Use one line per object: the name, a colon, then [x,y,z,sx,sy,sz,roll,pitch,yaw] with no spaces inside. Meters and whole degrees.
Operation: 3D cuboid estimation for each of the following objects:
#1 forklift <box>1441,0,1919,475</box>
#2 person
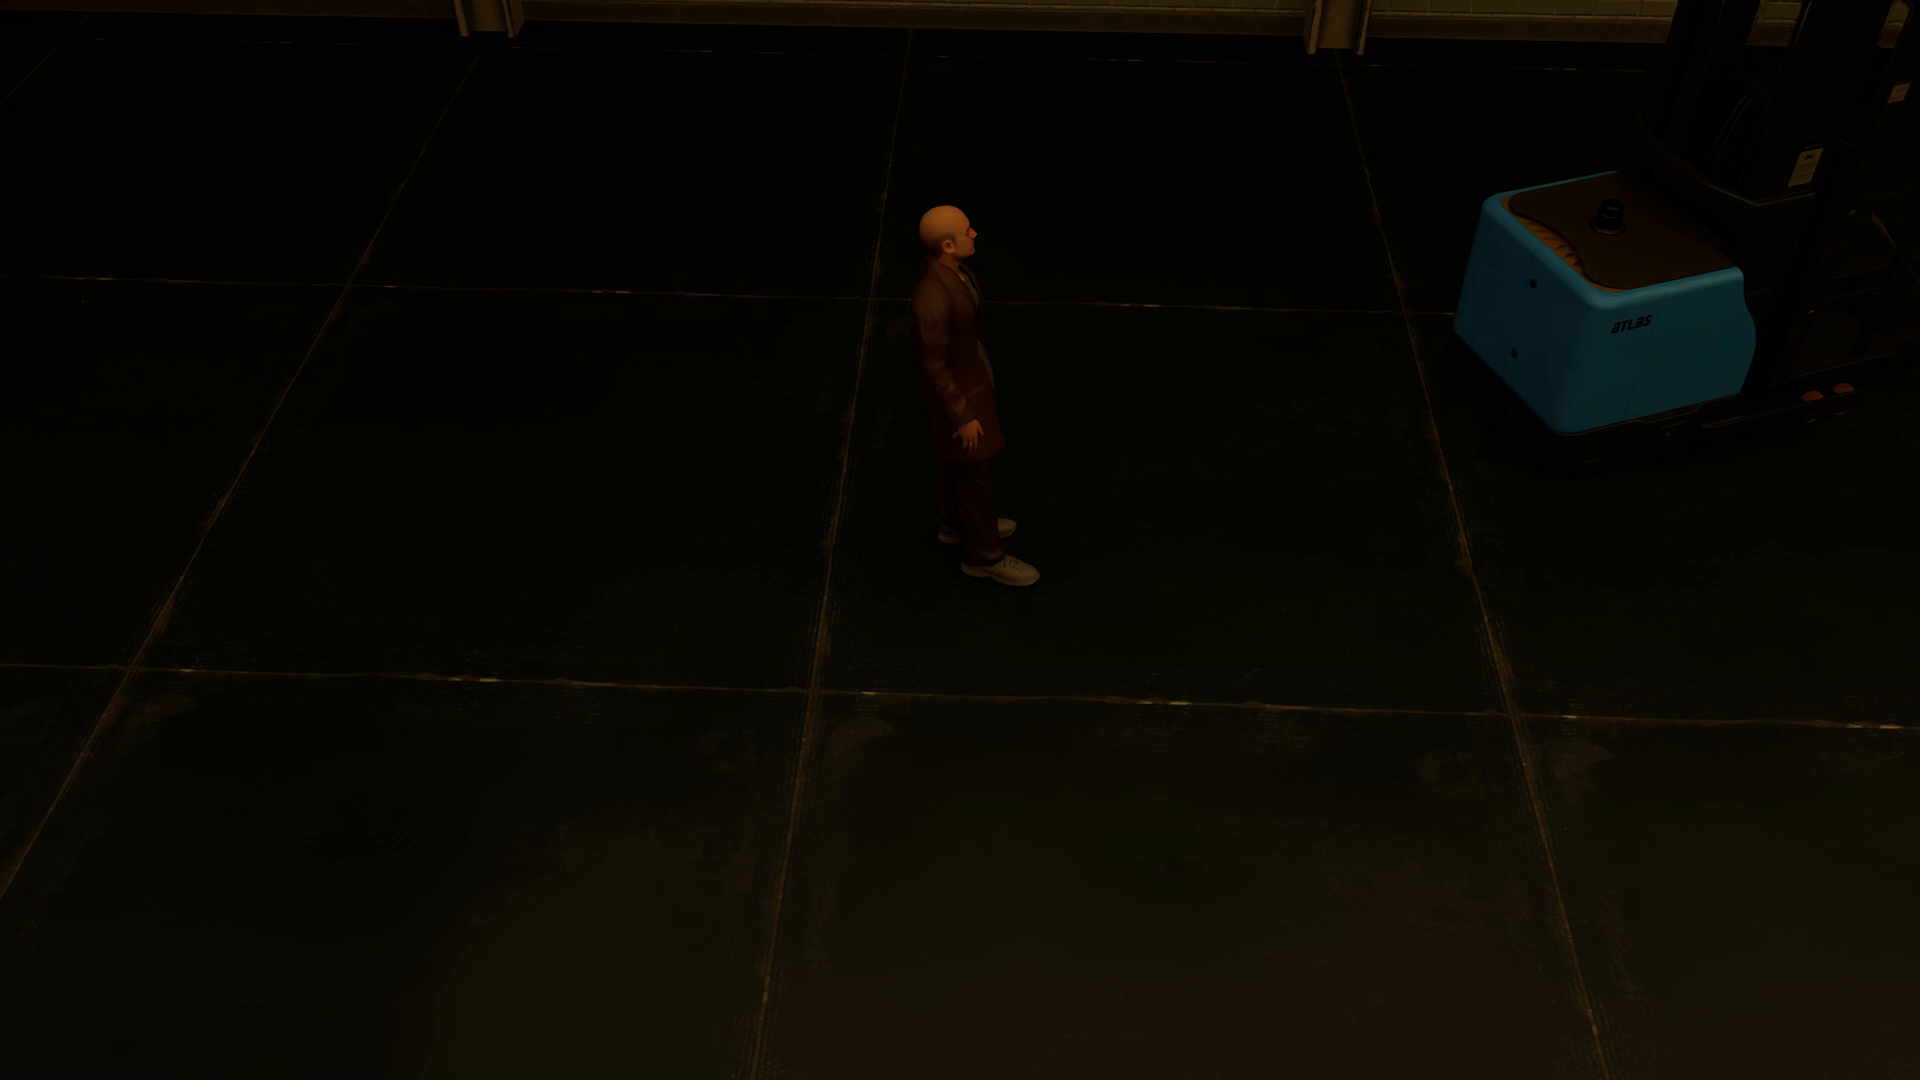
forklift: [4.129,-2.009,7.943,3.031,2.935,1.130,-13,44,-14]
person: [0.090,-0.656,7.305,0.582,1.776,0.696,2,42,2]
